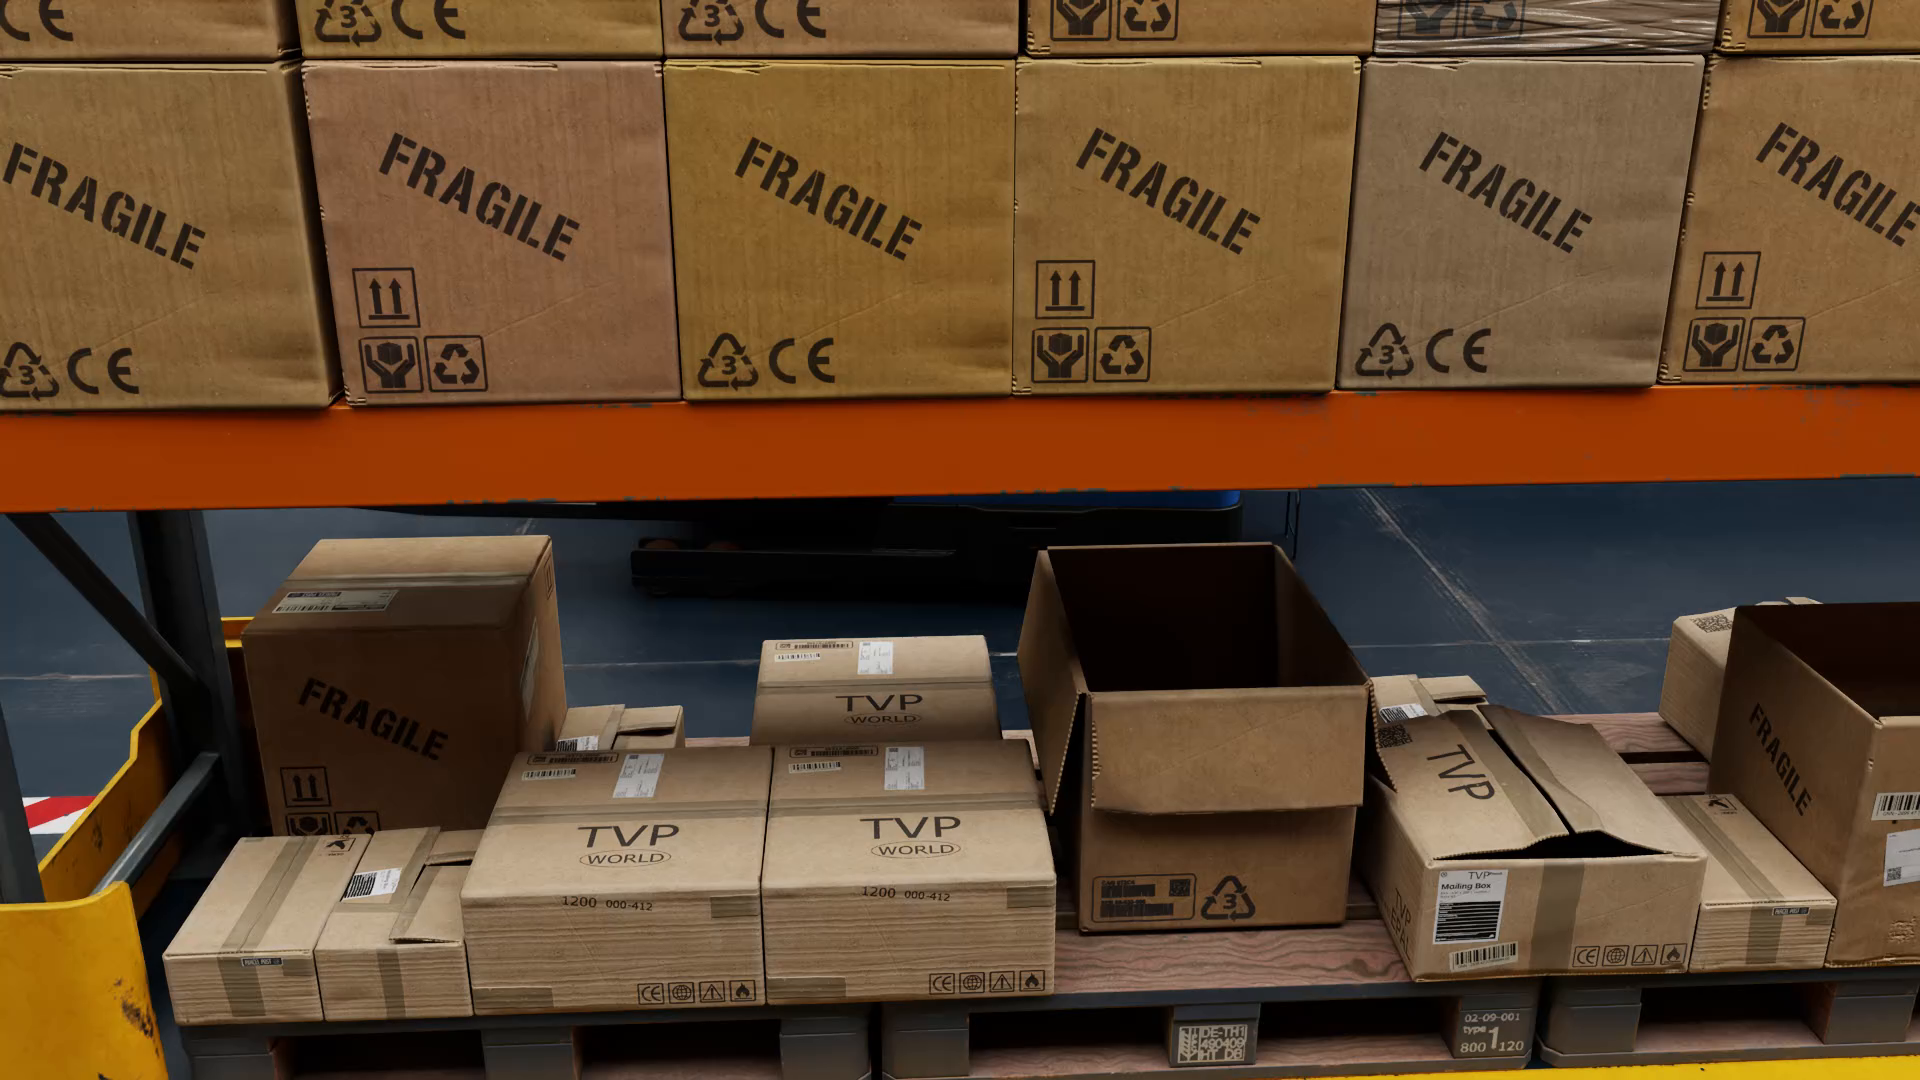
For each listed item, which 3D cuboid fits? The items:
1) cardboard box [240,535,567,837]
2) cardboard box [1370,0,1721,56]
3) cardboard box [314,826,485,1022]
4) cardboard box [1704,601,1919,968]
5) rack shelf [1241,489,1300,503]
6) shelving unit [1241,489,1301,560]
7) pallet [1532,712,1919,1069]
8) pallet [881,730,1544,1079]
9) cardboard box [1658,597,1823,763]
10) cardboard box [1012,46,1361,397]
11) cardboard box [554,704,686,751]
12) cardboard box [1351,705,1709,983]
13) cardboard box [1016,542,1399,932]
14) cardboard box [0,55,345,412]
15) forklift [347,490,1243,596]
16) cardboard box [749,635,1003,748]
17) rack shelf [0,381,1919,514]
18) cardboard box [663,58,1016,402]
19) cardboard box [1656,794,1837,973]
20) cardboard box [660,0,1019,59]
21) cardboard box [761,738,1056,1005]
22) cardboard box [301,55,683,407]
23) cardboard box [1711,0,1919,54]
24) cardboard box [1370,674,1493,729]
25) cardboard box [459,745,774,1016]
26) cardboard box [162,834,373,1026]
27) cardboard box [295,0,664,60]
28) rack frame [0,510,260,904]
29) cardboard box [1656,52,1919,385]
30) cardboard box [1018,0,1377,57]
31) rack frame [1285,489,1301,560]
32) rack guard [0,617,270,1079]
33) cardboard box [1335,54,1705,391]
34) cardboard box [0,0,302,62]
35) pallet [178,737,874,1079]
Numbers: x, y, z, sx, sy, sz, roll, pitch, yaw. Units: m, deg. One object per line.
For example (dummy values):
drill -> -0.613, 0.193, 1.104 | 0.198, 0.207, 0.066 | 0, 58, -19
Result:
cardboard box -> -1.128, 0.314, 3.475 | 0.500, 0.500, 0.500 | -1, 21, -3
cardboard box -> 0.832, -1.022, 2.543 | 0.500, 0.500, 0.500 | -1, 21, -3
cardboard box -> -0.970, 0.677, 2.991 | 0.250, 0.166, 0.380 | -1, 21, -3
cardboard box -> 1.784, 0.444, 3.135 | 0.500, 0.500, 0.500 | -1, 21, -3
rack shelf -> 1.002, -0.200, 5.482 | 0.200, 0.077, 0.258 | 1, 21, 3
shelving unit -> 1.002, -0.400, 5.406 | 0.210, 0.900, 0.258 | 1, 21, 3
pallet -> 1.651, 0.686, 3.524 | 1.213, 0.211, 1.003 | -1, 21, -3
pallet -> 0.430, 0.711, 3.456 | 1.213, 0.211, 1.003 | -1, 21, -3
cardboard box -> 1.905, 0.351, 3.643 | 0.500, 0.311, 0.500 | -1, 21, -3
cardboard box -> 0.316, -0.543, 2.692 | 0.500, 0.500, 0.500 | -1, 21, -2
cardboard box -> -0.719, 0.494, 3.472 | 0.250, 0.166, 0.380 | -1, 21, -3
cardboard box -> 1.035, 0.547, 3.128 | 0.500, 0.311, 0.500 | -1, 21, -3
cardboard box -> 0.461, 0.370, 3.324 | 0.637, 0.503, 0.797 | -1, 21, -3
cardboard box -> -1.199, -0.512, 2.610 | 0.500, 0.500, 0.500 | -1, 21, -2
forklift -> -0.624, -1.383, 5.133 | 3.031, 2.935, 1.130 | 1, 21, 3
cardboard box -> -0.178, 0.422, 3.542 | 0.500, 0.250, 0.500 | -1, 21, -3
rack shelf -> 0.340, -0.254, 3.085 | 4.000, 0.370, 1.077 | -1, 21, -3
cardboard box -> -0.183, -0.534, 2.666 | 0.500, 0.500, 0.500 | -1, 21, -3
cardboard box -> 1.413, 0.637, 3.121 | 0.250, 0.149, 0.380 | -1, 21, -3
cardboard box -> -0.178, -1.001, 2.489 | 0.500, 0.500, 0.500 | -1, 21, -2
cardboard box -> -0.100, 0.599, 3.079 | 0.500, 0.250, 0.500 | -1, 21, -3
cardboard box -> -0.684, -0.524, 2.642 | 0.500, 0.500, 0.500 | -1, 21, -4
cardboard box -> 1.335, -1.032, 2.569 | 0.500, 0.500, 0.500 | -2, 21, -4
cardboard box -> 1.042, 0.440, 3.613 | 0.250, 0.166, 0.380 | -1, 21, -3
cardboard box -> -0.599, 0.609, 3.052 | 0.500, 0.250, 0.500 | -1, 21, -3
cardboard box -> -1.219, 0.690, 2.981 | 0.250, 0.149, 0.380 | -1, 21, -3
cardboard box -> -0.678, -0.993, 2.467 | 0.500, 0.500, 0.500 | -1, 21, -2
rack frame -> -1.657, -0.550, 2.850 | 0.127, 3.000, 1.000 | -1, 21, -3
cardboard box -> 1.337, -0.566, 2.751 | 0.500, 0.500, 0.500 | -1, 21, -2
cardboard box -> 0.329, -1.012, 2.517 | 0.500, 0.500, 0.500 | -1, 21, -4
rack frame -> 1.104, -0.398, 5.400 | 0.006, 0.900, 0.240 | 1, 21, 3
rack guard -> -1.581, 0.617, 3.299 | 0.348, 0.500, 1.175 | -1, 21, -3
cardboard box -> 0.825, -0.555, 2.721 | 0.500, 0.500, 0.500 | -1, 21, -2
cardboard box -> -1.199, -0.979, 2.432 | 0.500, 0.500, 0.500 | -1, 21, -1
pallet -> -0.785, 0.735, 3.394 | 1.213, 0.211, 1.003 | -1, 21, -3
